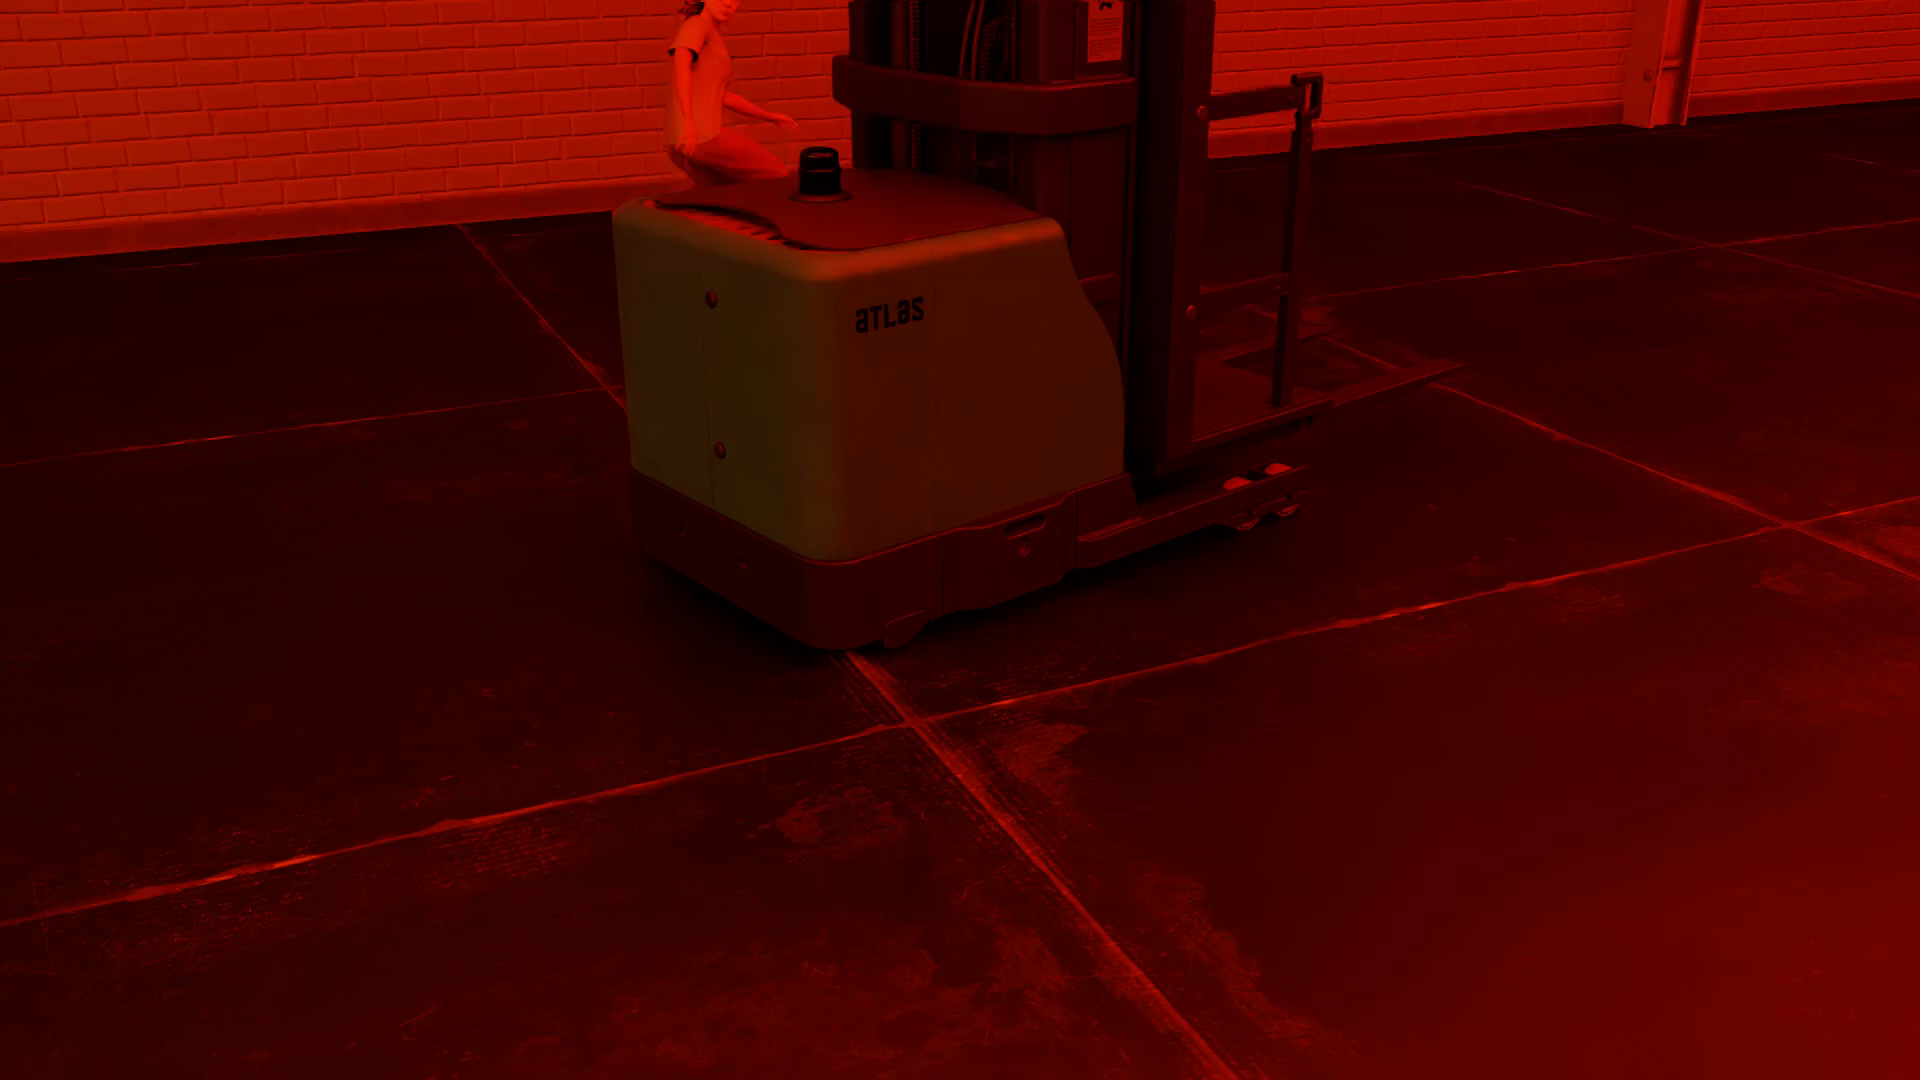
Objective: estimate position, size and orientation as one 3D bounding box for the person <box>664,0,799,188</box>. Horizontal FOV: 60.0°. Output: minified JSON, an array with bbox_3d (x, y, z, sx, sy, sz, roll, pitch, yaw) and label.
[{"bbox_3d":[-1.038,-1.869,7.700,0.740,1.487,0.685,-10,25,-22],"label":"person"}]

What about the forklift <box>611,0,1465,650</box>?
[{"bbox_3d":[0.479,-1.518,4.940,3.031,2.935,1.130,-18,29,-37],"label":"forklift"}]
